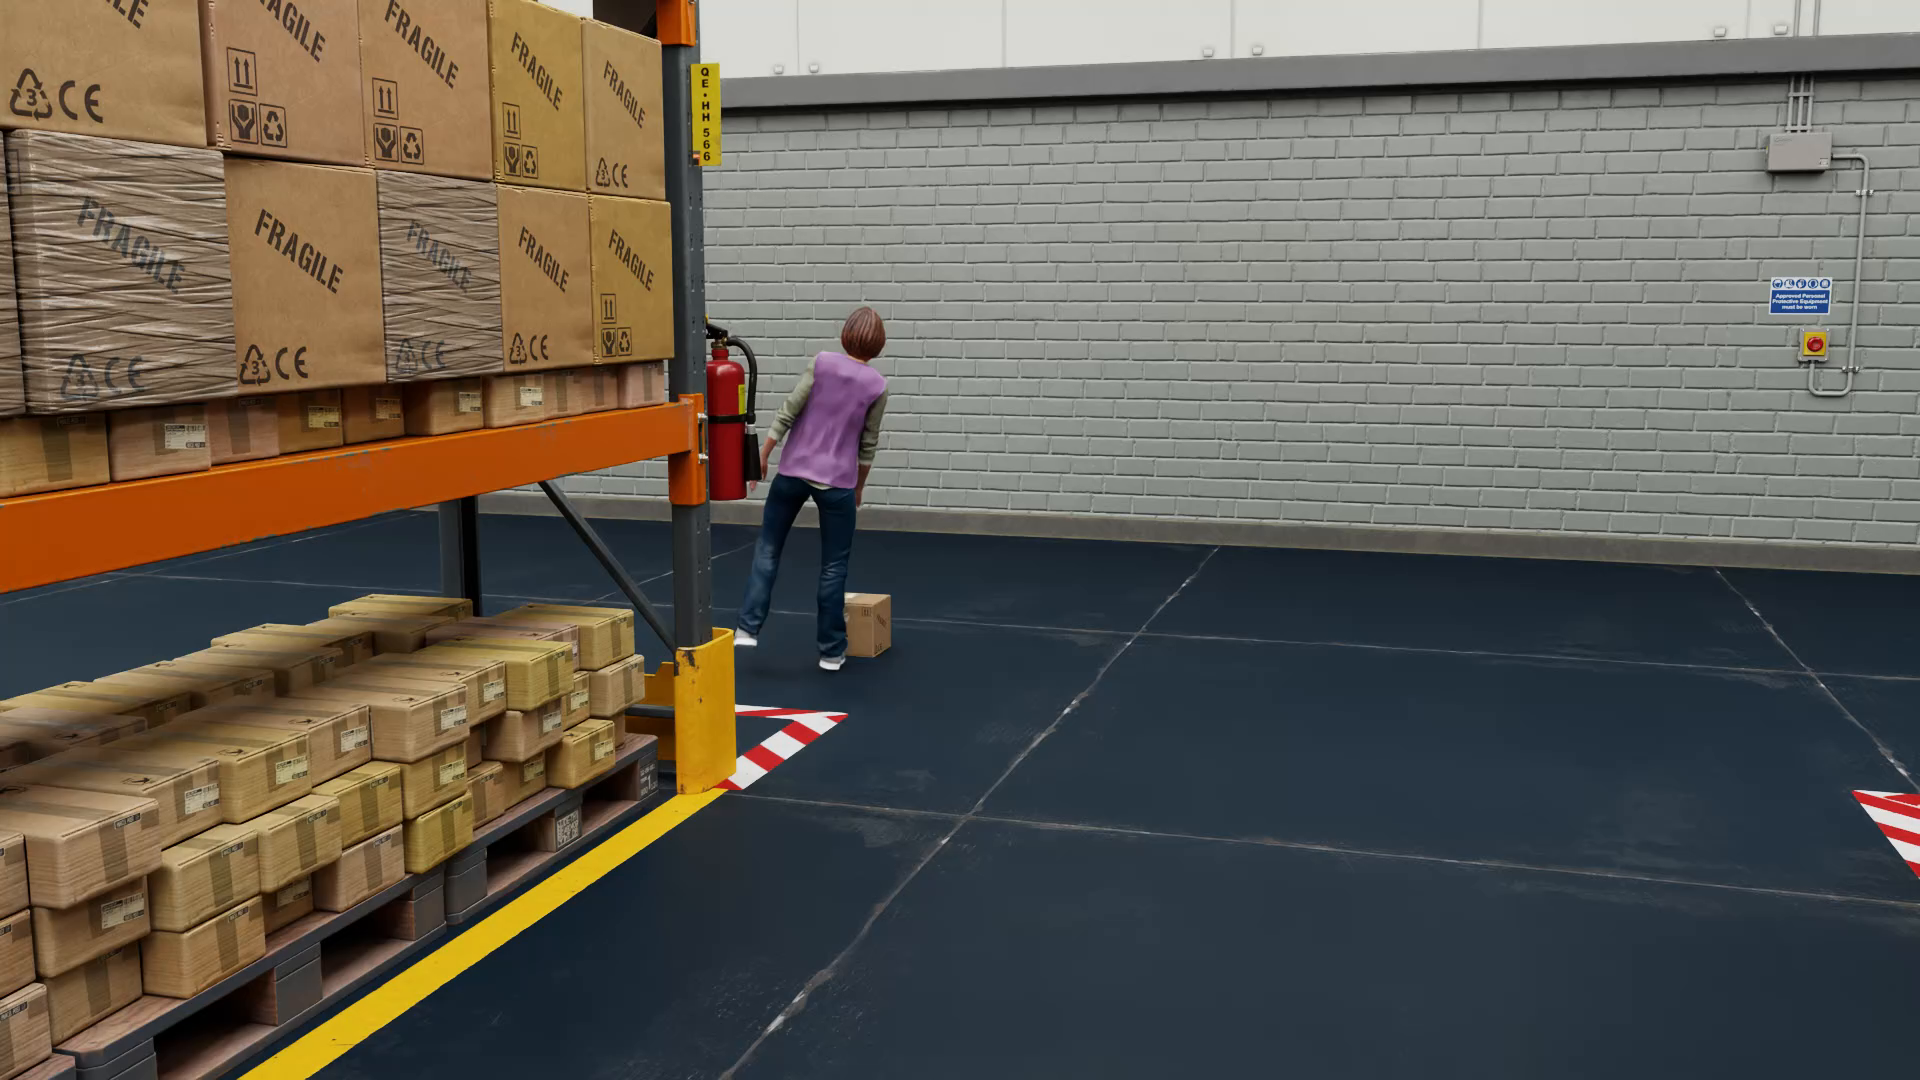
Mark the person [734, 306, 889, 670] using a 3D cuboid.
[{"bbox_3d":[-0.656,-0.225,7.272,0.723,1.580,0.422,2,9,10],"label":"person"}]
